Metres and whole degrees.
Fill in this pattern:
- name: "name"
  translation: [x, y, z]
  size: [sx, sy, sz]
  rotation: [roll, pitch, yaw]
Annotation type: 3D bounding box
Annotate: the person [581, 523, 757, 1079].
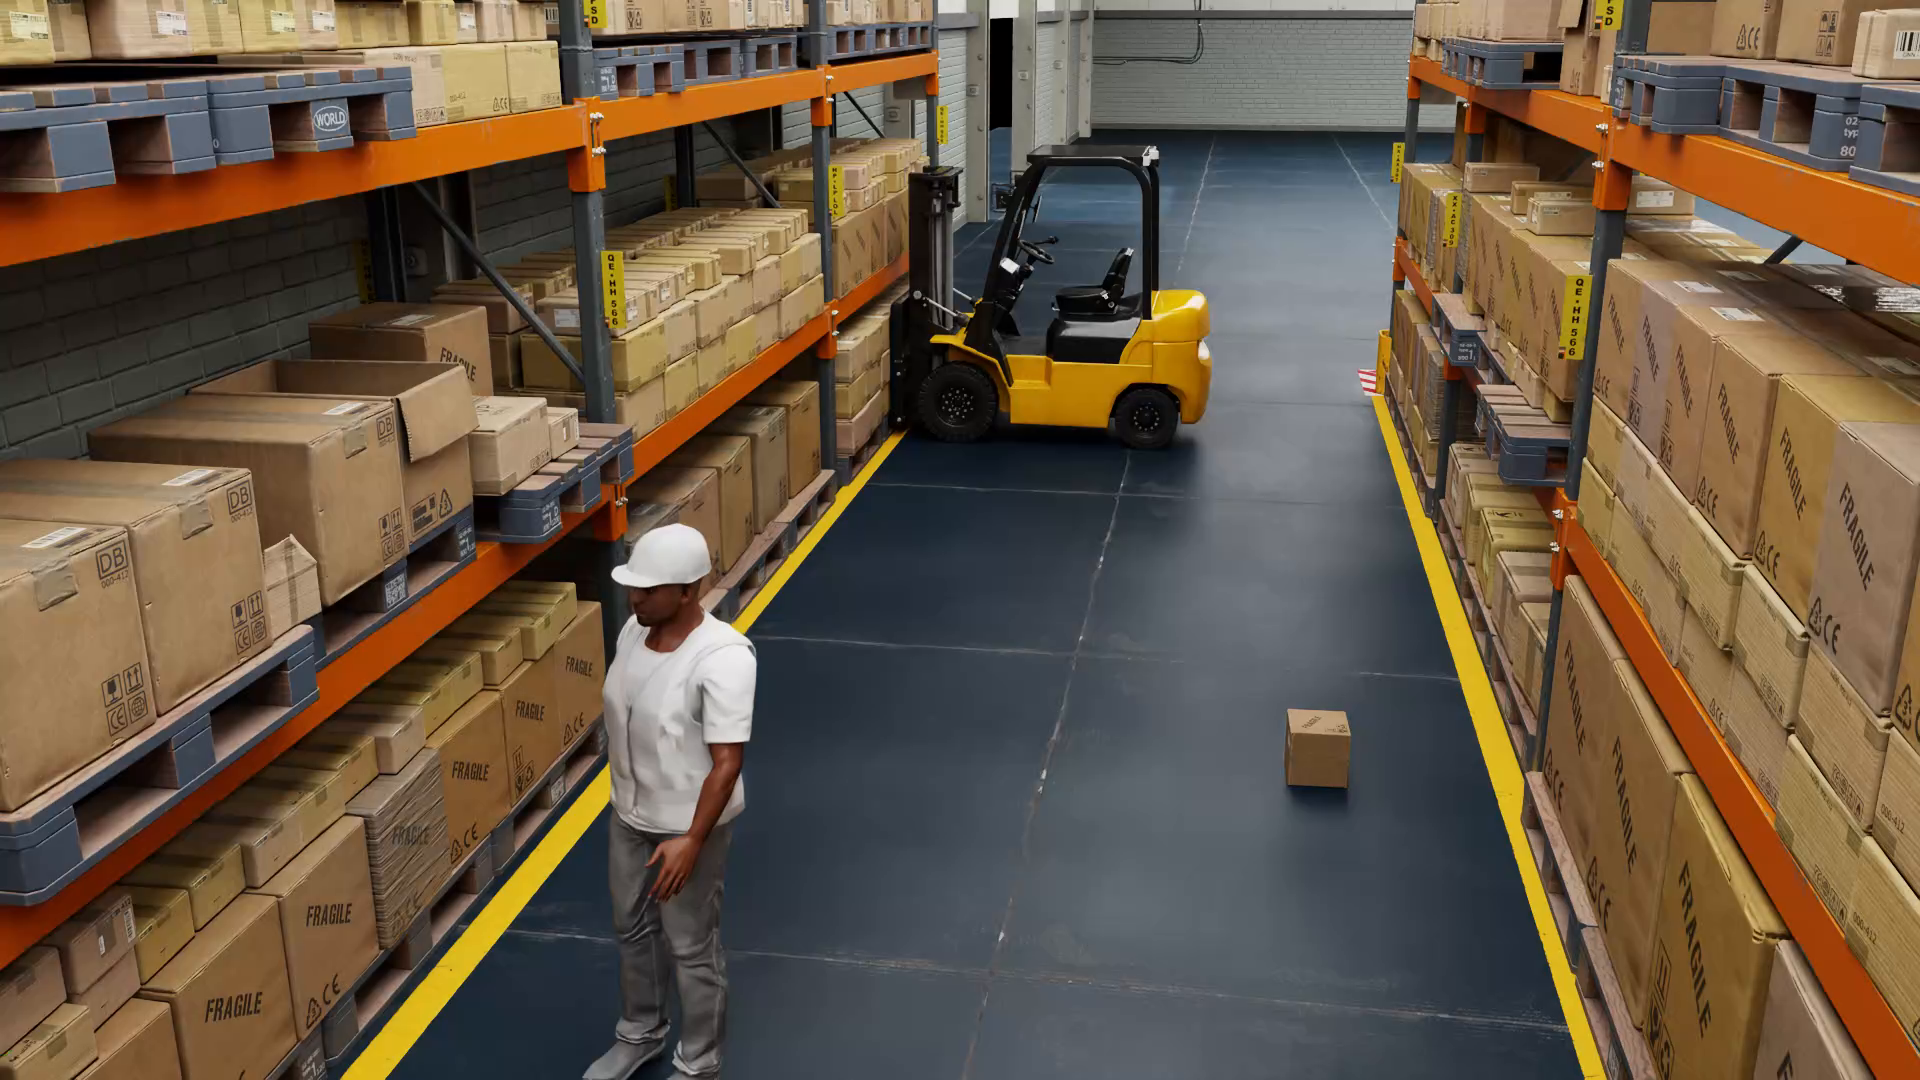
- name: "person"
  translation: [-0.877, 0.834, 4.888]
  size: [0.588, 1.794, 0.489]
  rotation: [14, 23, 37]
